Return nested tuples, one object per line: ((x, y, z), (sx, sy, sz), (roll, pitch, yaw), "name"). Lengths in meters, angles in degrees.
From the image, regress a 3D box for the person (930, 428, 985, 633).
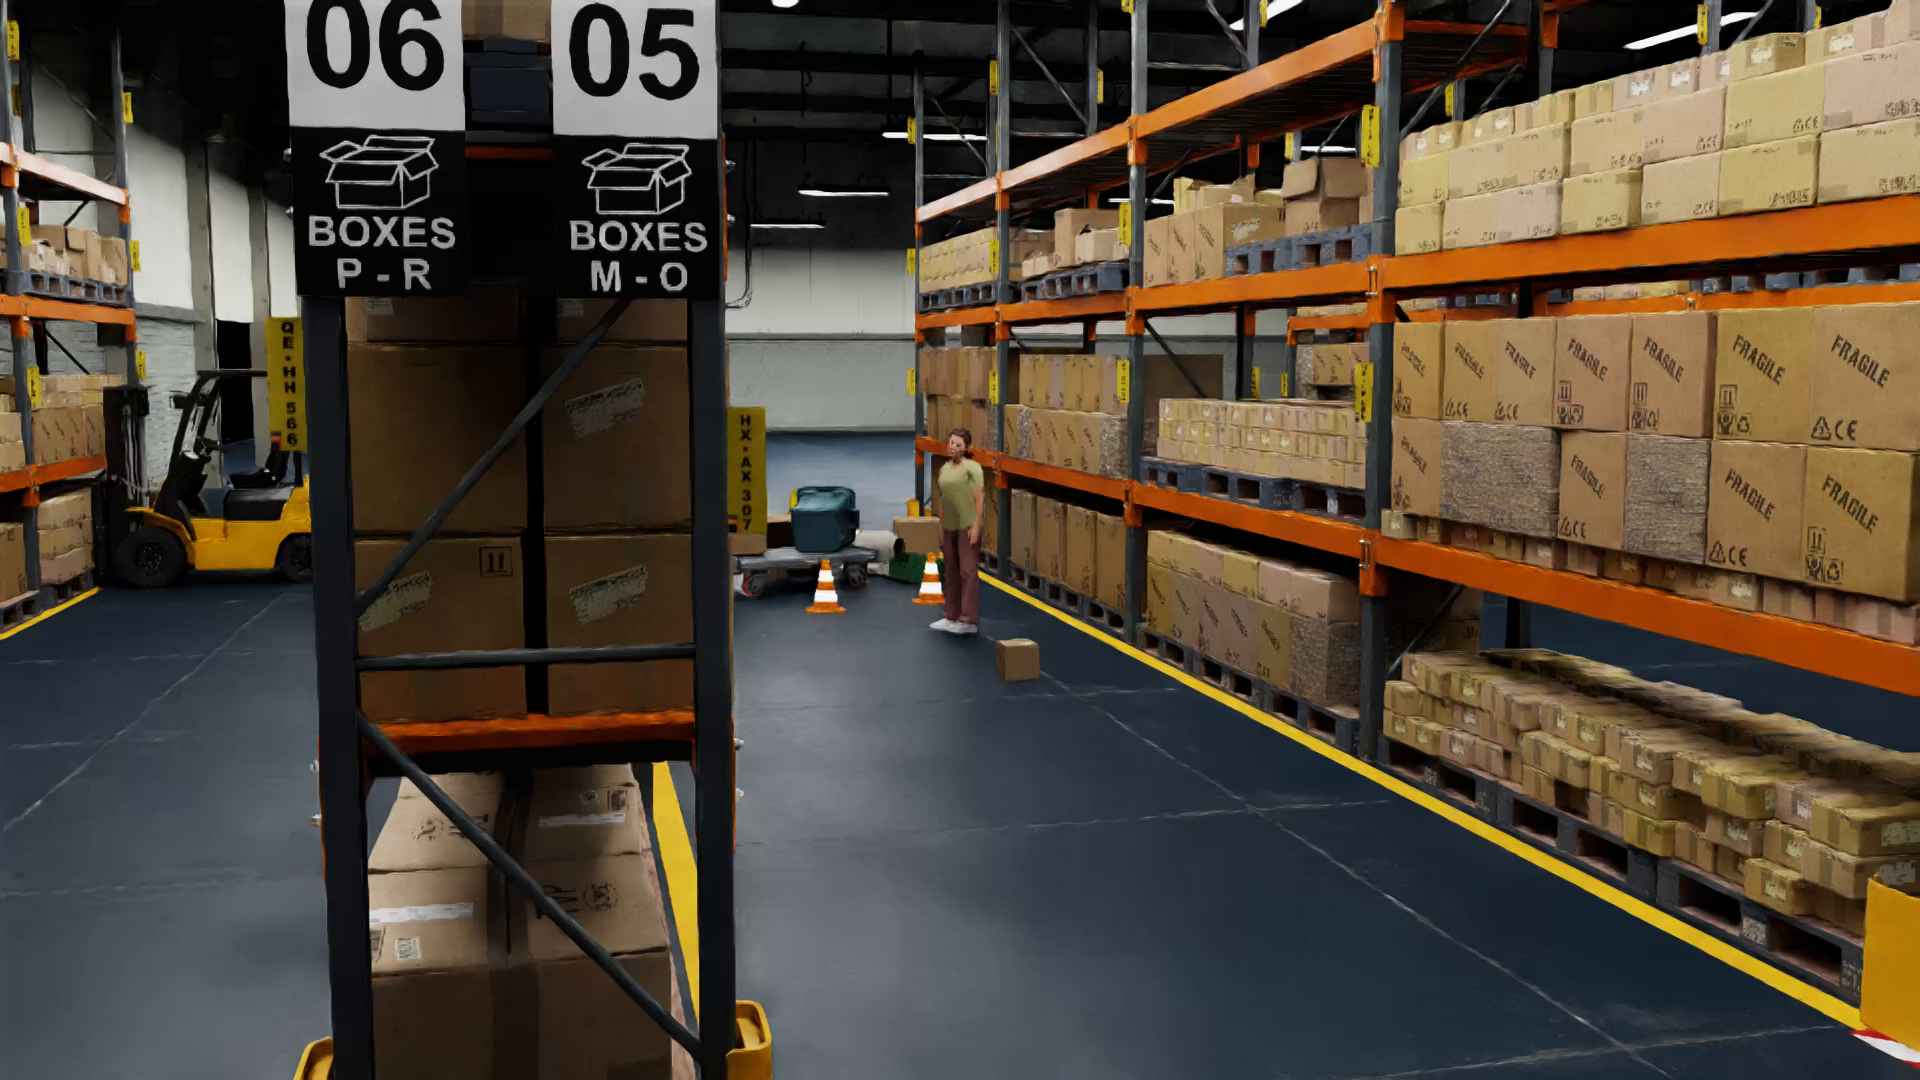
((-0.043, -0.072, 13.594), (0.517, 1.670, 0.433), (6, 9, 44), "person")
